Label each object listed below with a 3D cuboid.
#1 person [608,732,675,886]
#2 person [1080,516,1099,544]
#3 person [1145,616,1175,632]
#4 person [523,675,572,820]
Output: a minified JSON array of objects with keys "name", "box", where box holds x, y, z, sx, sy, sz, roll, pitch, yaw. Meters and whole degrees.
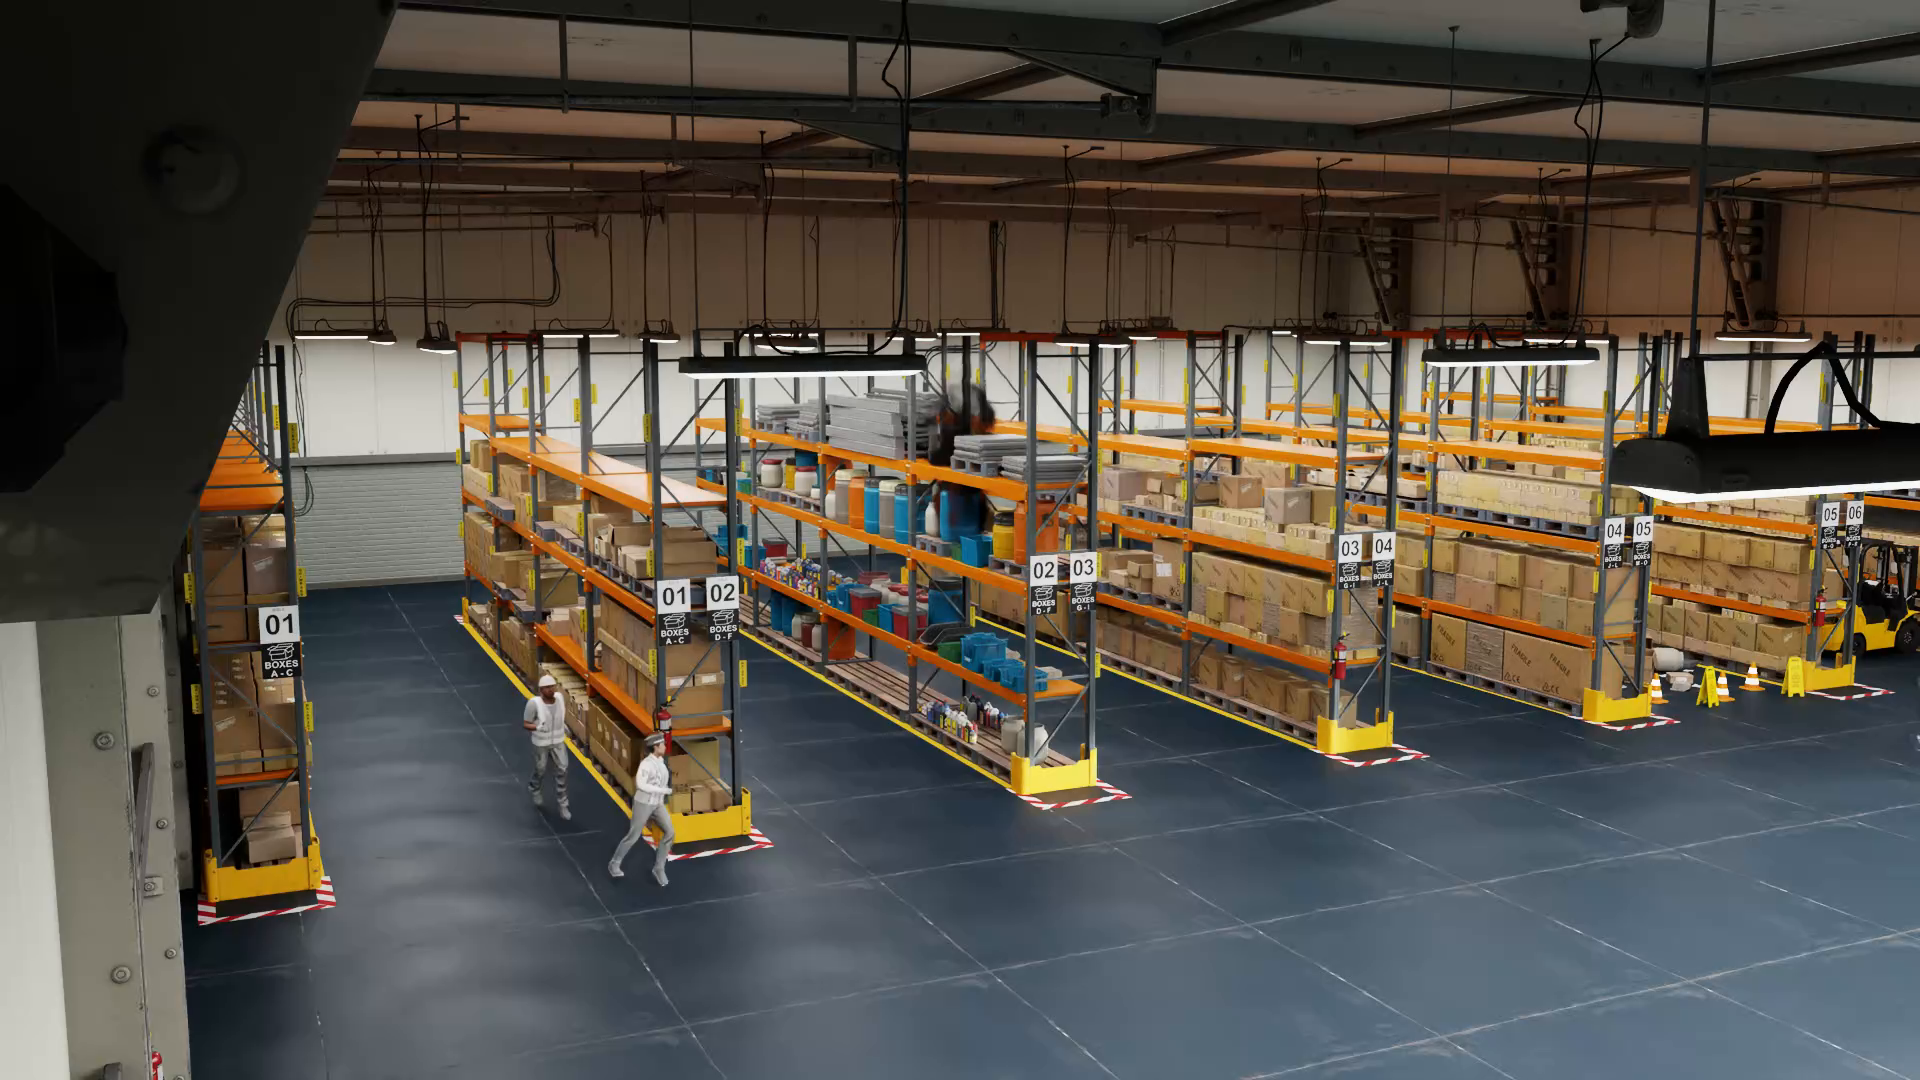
[{"name":"person","box":[-3.550,3.016,18.835,0.764,1.667,0.734,3,8,20]},{"name":"person","box":[2.897,0.318,38.310,0.744,1.739,0.690,-2,8,-15]},{"name":"person","box":[3.962,1.003,33.005,0.621,1.798,0.937,-5,9,-31]},{"name":"person","box":[-5.251,2.589,21.157,0.634,1.800,0.939,-5,9,-31]}]
